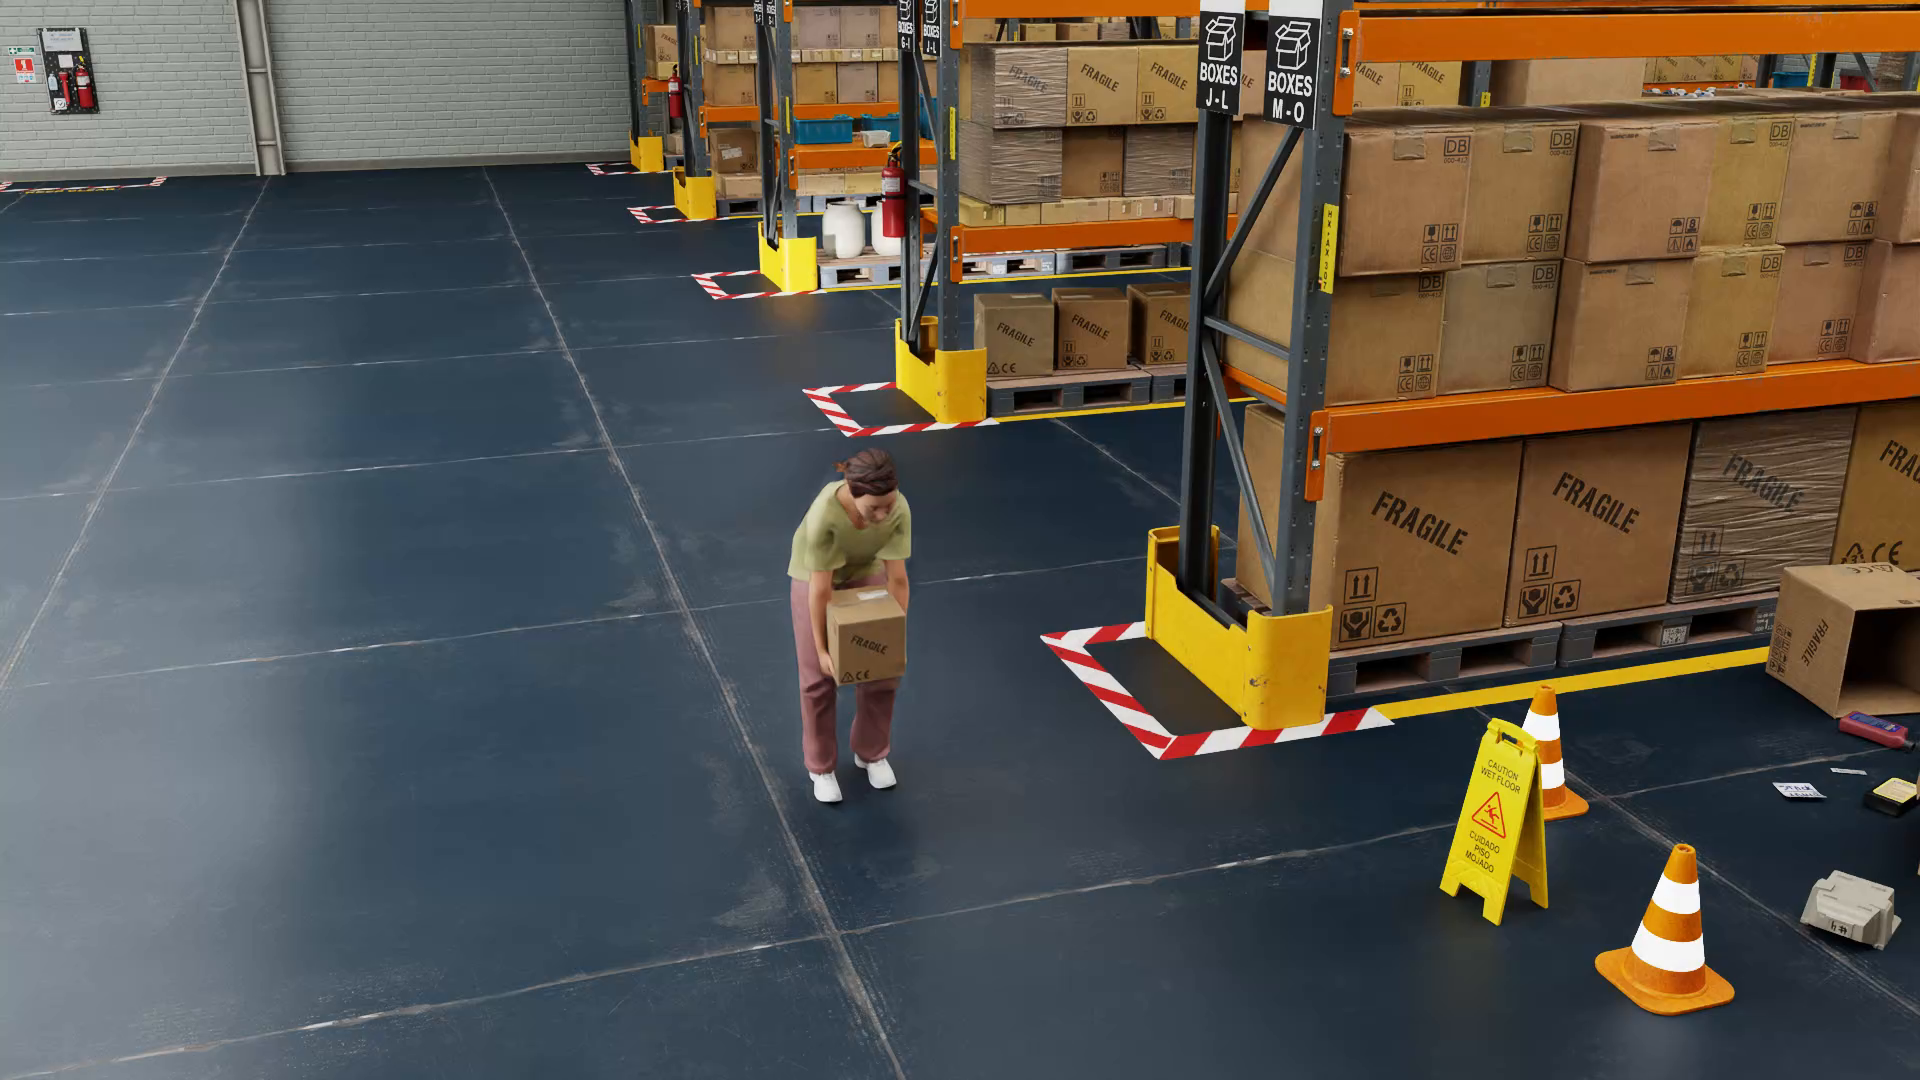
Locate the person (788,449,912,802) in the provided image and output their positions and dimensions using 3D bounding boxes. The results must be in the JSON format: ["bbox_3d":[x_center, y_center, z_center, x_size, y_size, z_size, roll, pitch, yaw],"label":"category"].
[{"bbox_3d":[-0.381,0.298,6.074,0.398,1.445,0.730,-7,20,-18],"label":"person"}]
